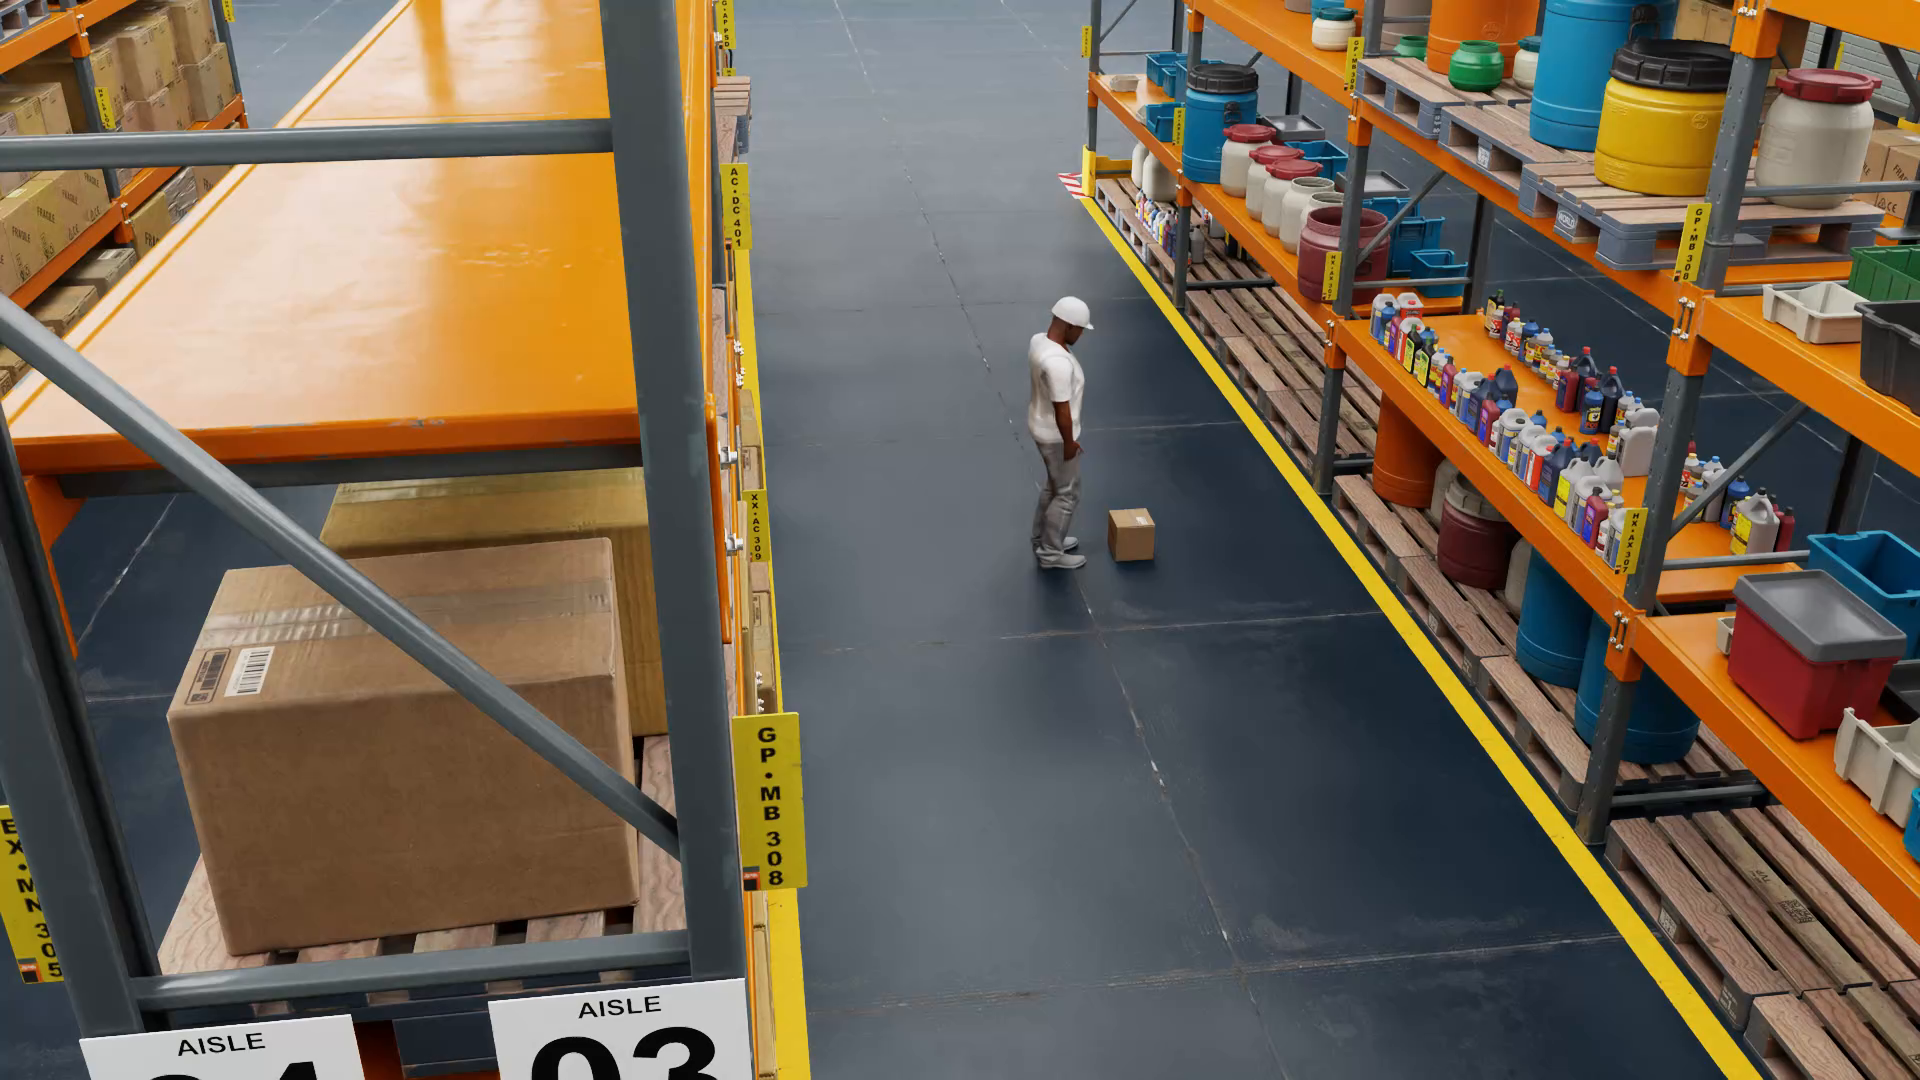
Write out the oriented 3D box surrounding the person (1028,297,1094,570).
[{"bbox_3d":[0.623,-0.682,10.436,0.390,1.748,0.575,-3,27,-6],"label":"person"}]
